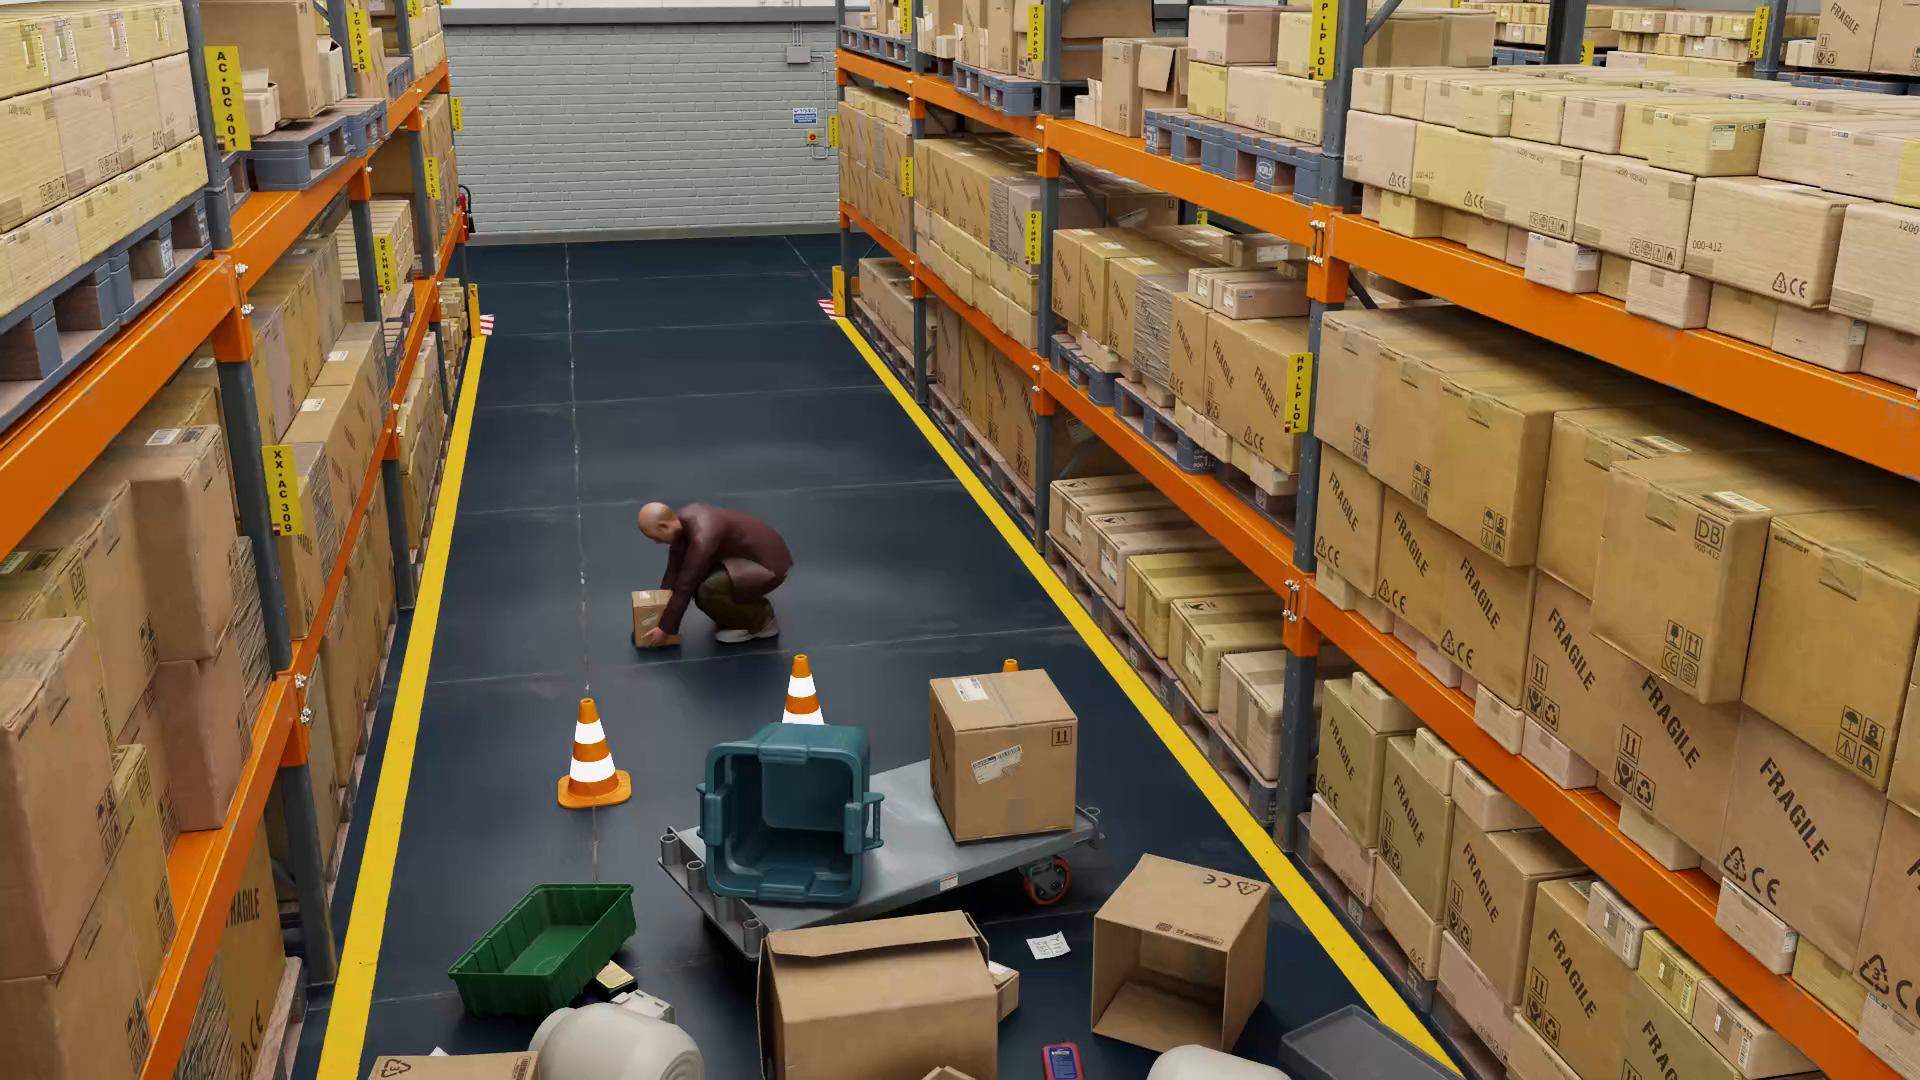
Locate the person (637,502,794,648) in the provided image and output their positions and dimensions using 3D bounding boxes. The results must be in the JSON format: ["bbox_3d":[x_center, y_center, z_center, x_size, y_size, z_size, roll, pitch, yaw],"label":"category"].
[{"bbox_3d":[-1.413,0.176,9.604,0.905,0.867,0.589,-4,20,-13],"label":"person"}]
